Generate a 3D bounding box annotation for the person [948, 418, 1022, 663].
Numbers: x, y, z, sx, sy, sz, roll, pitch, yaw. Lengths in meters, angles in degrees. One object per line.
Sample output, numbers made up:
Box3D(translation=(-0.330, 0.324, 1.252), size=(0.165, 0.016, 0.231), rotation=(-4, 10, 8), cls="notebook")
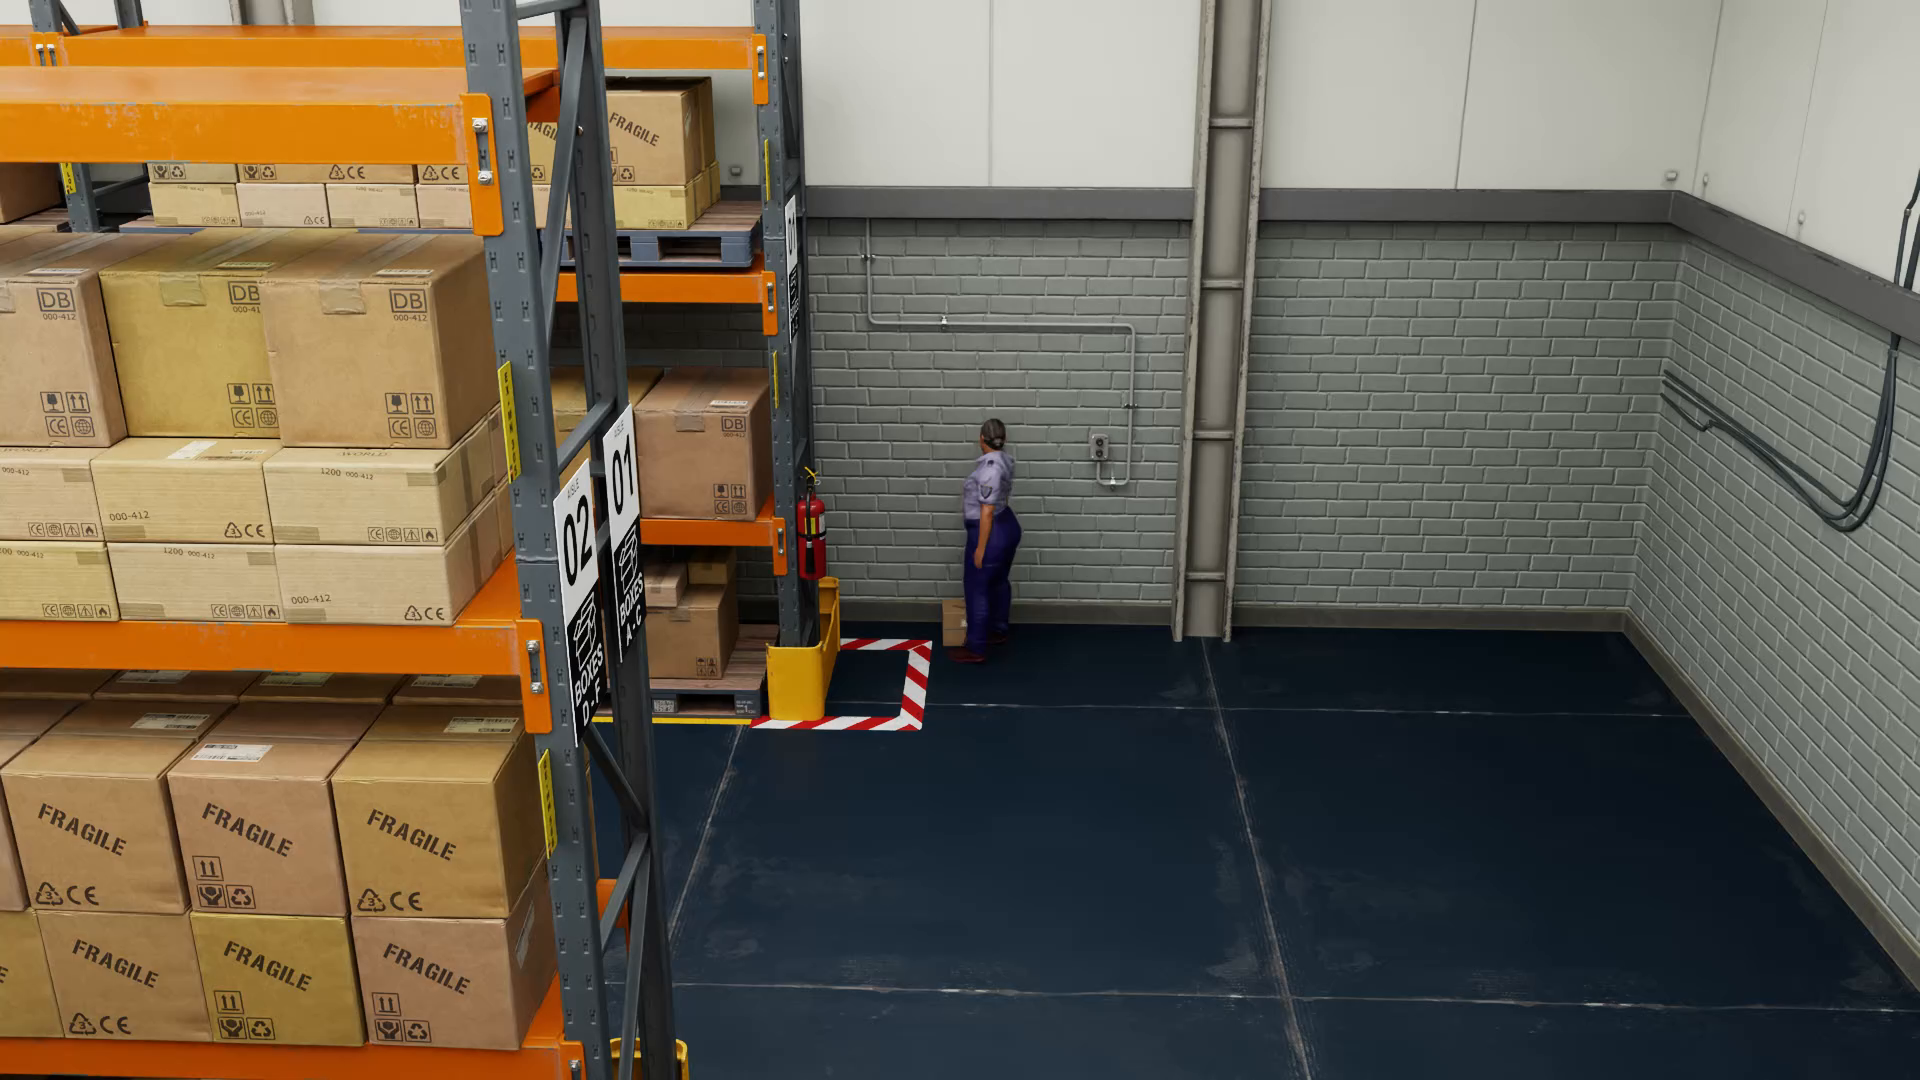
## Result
Box3D(translation=(0.175, -0.003, 11.111), size=(0.420, 1.649, 0.513), rotation=(9, 23, 22), cls="person")
